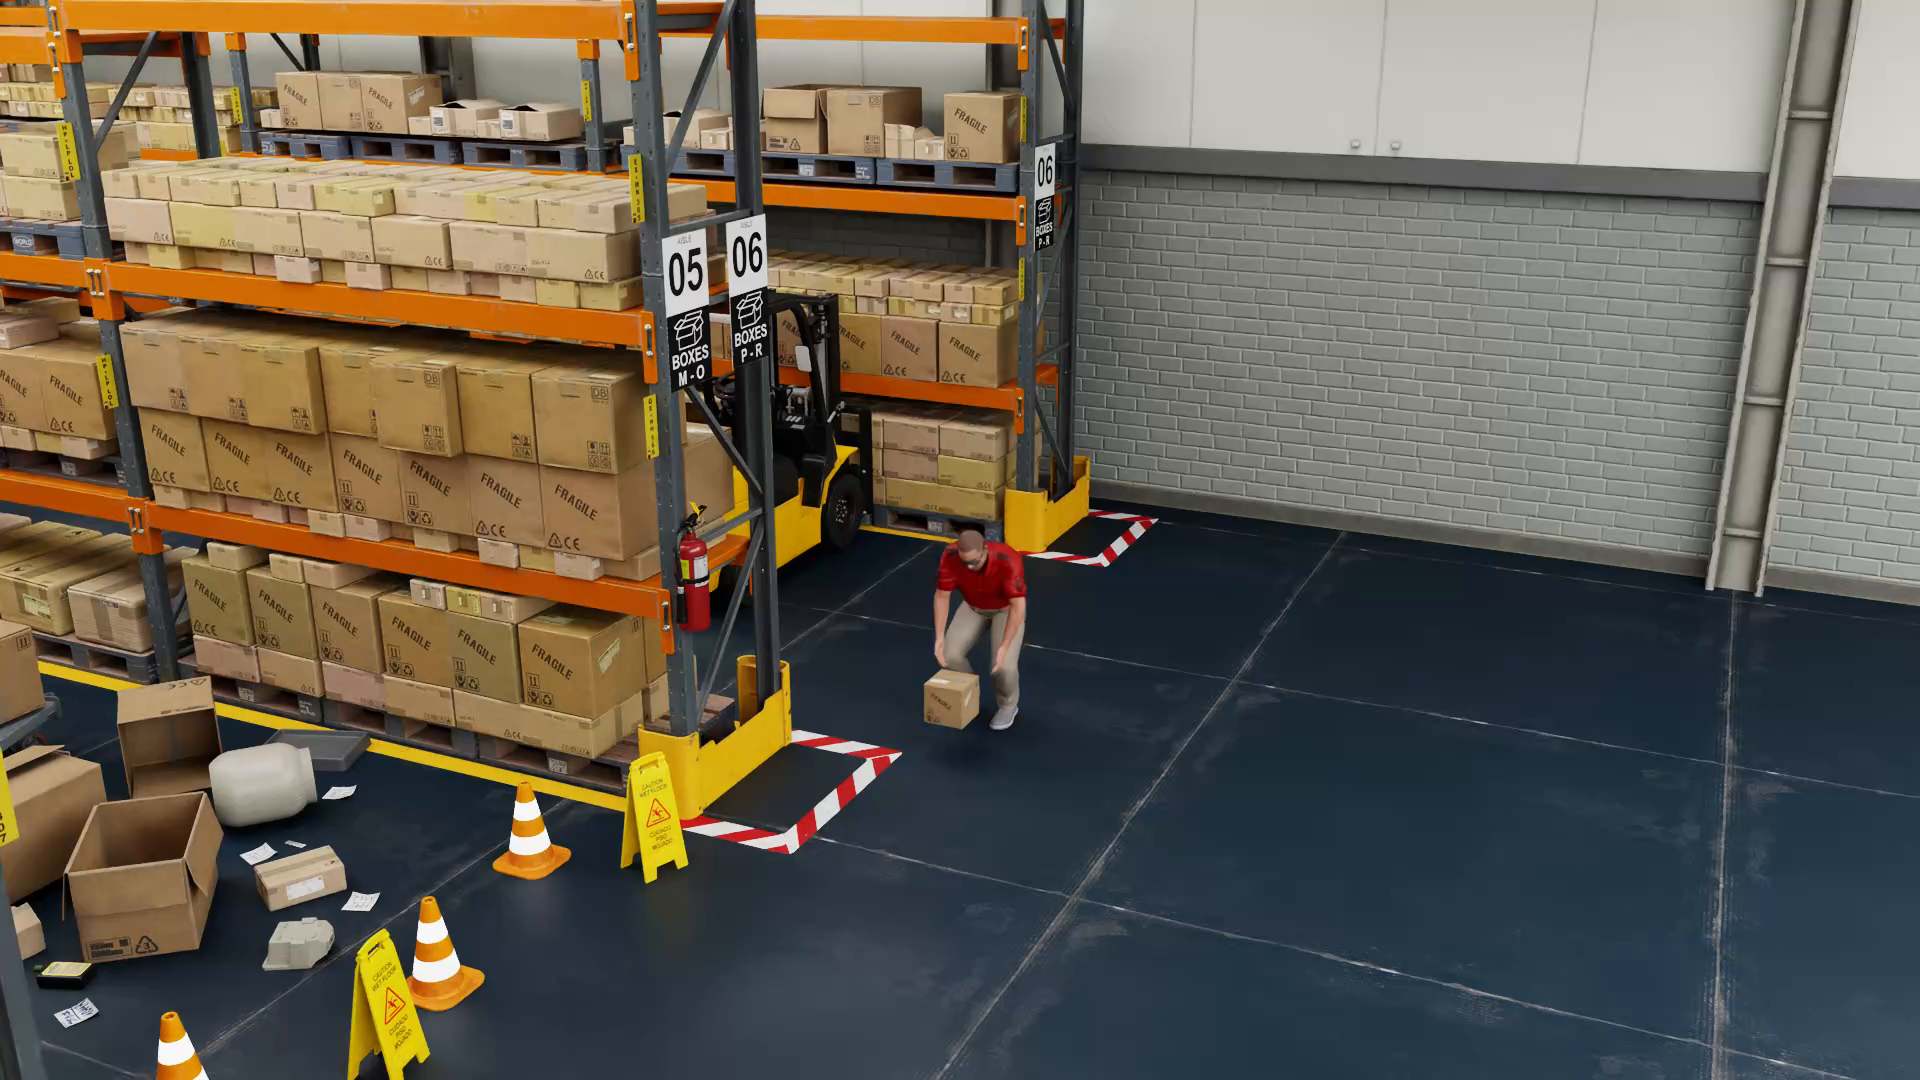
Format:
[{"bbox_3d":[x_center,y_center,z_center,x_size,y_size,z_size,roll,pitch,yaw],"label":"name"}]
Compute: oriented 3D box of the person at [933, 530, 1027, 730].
[{"bbox_3d":[0.166,0.535,10.233,0.588,1.279,0.738,8,21,23],"label":"person"}]
